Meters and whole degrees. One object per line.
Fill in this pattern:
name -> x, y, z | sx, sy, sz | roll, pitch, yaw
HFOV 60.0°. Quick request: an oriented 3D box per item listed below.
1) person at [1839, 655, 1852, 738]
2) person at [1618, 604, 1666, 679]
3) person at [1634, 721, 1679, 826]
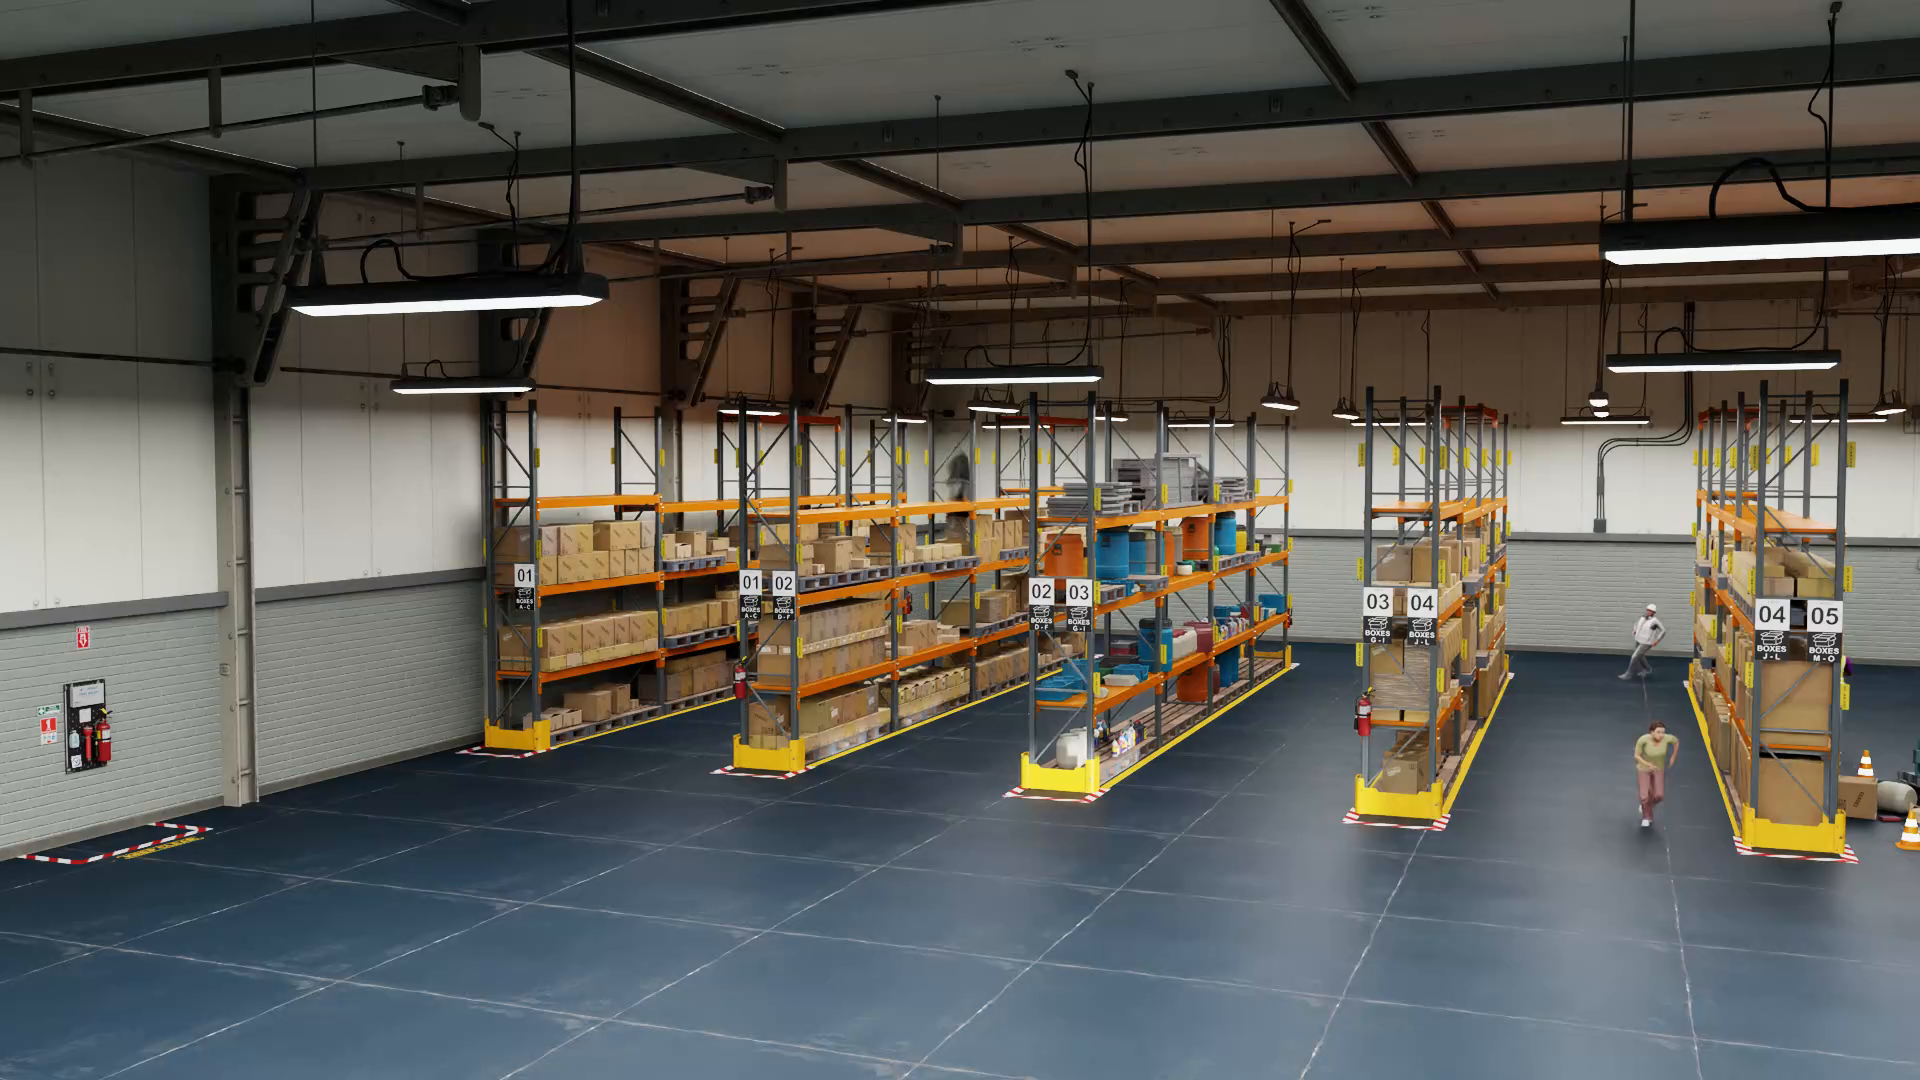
person -> 15.472, 2.633, 29.528 | 0.688, 1.781, 0.950 | 1, 3, 18
person -> 15.310, 2.292, 37.448 | 0.910, 1.695, 0.749 | 0, 3, -8
person -> 9.406, 3.154, 22.470 | 0.601, 1.498, 0.758 | 0, 3, 9
